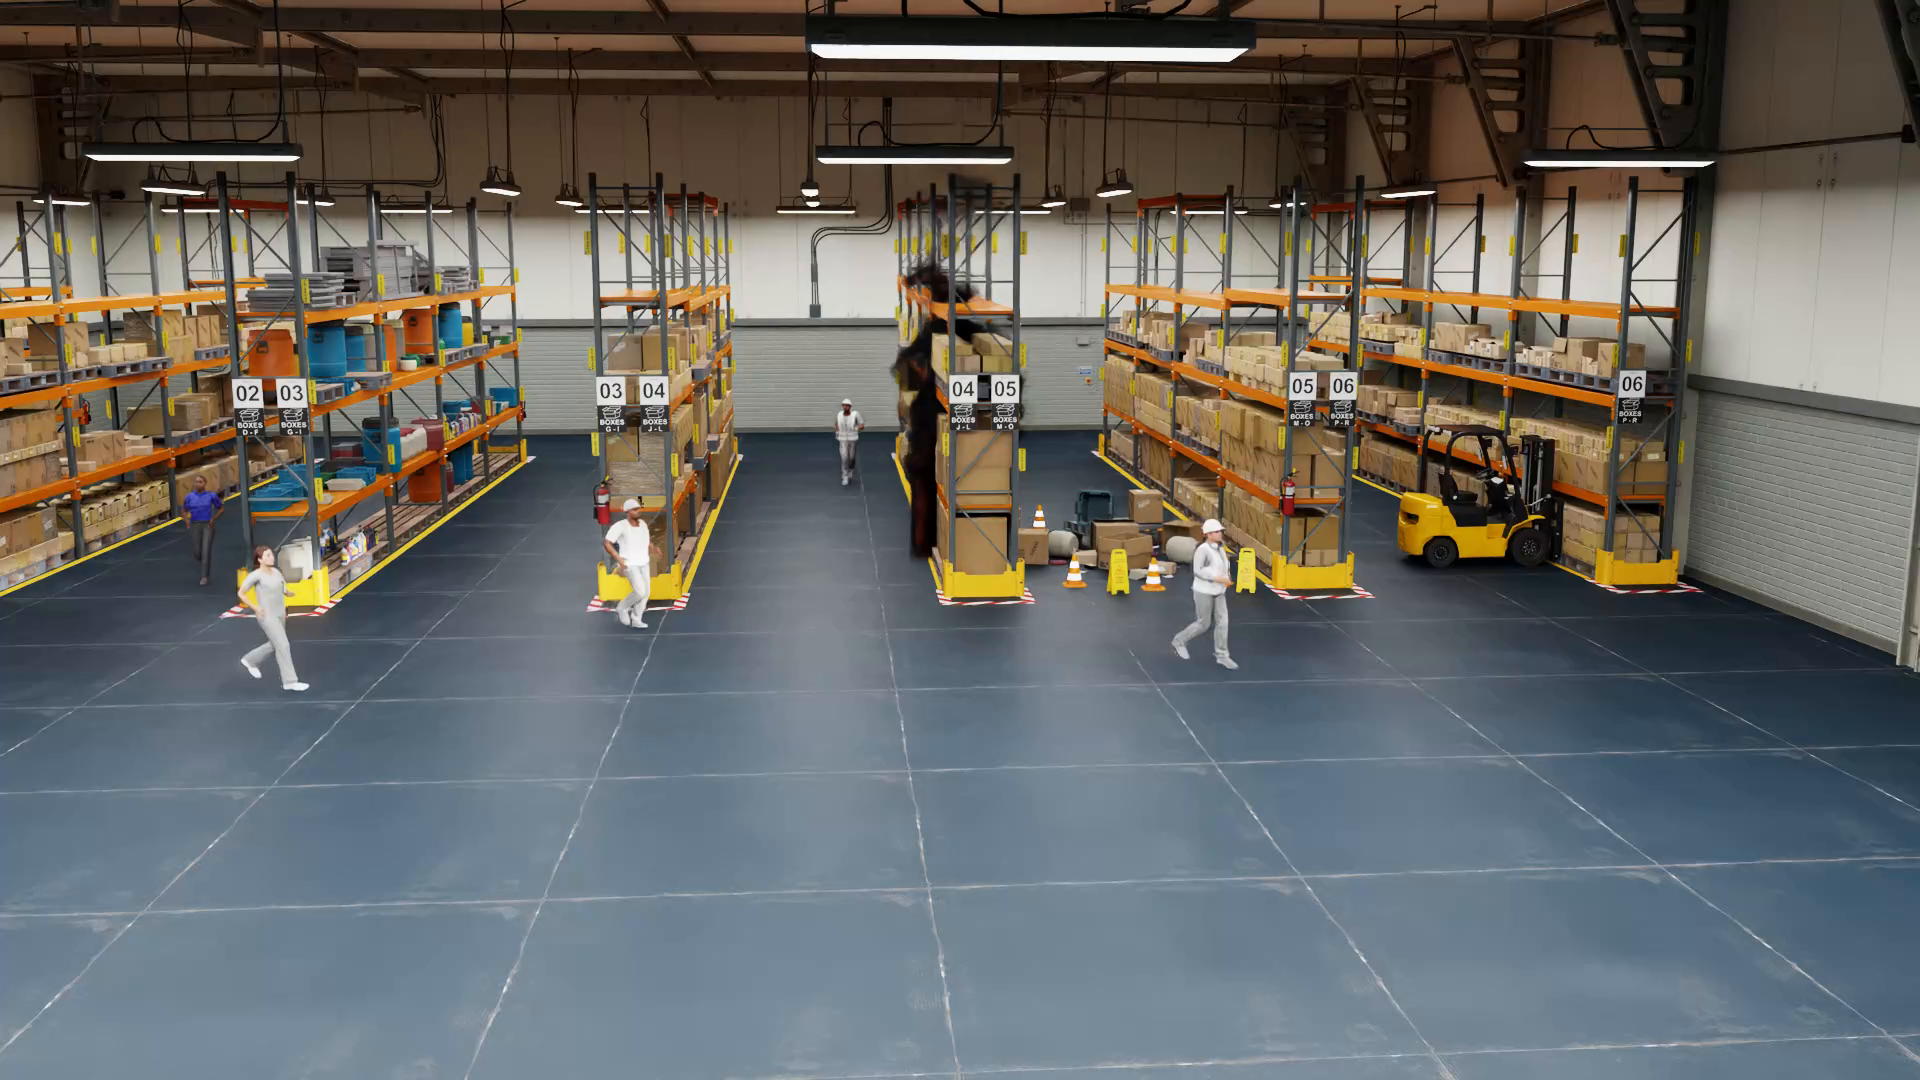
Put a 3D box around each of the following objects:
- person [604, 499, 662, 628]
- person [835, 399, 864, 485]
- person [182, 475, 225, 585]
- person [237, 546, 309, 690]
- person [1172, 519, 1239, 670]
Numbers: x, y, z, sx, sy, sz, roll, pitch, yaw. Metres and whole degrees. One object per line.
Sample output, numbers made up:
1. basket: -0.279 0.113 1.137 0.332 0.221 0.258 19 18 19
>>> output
1. person: -4.283 0.319 21.952 0.581 1.726 0.722 7 12 34
2. person: -2.368 -2.117 35.540 0.665 1.797 0.926 0 10 3
3. person: -11.376 -0.175 25.012 0.593 1.618 0.727 -3 10 -14
4. person: -7.857 0.876 18.907 0.929 1.645 0.574 3 10 15
5. person: 2.991 0.630 20.036 0.849 1.793 0.679 8 13 38
